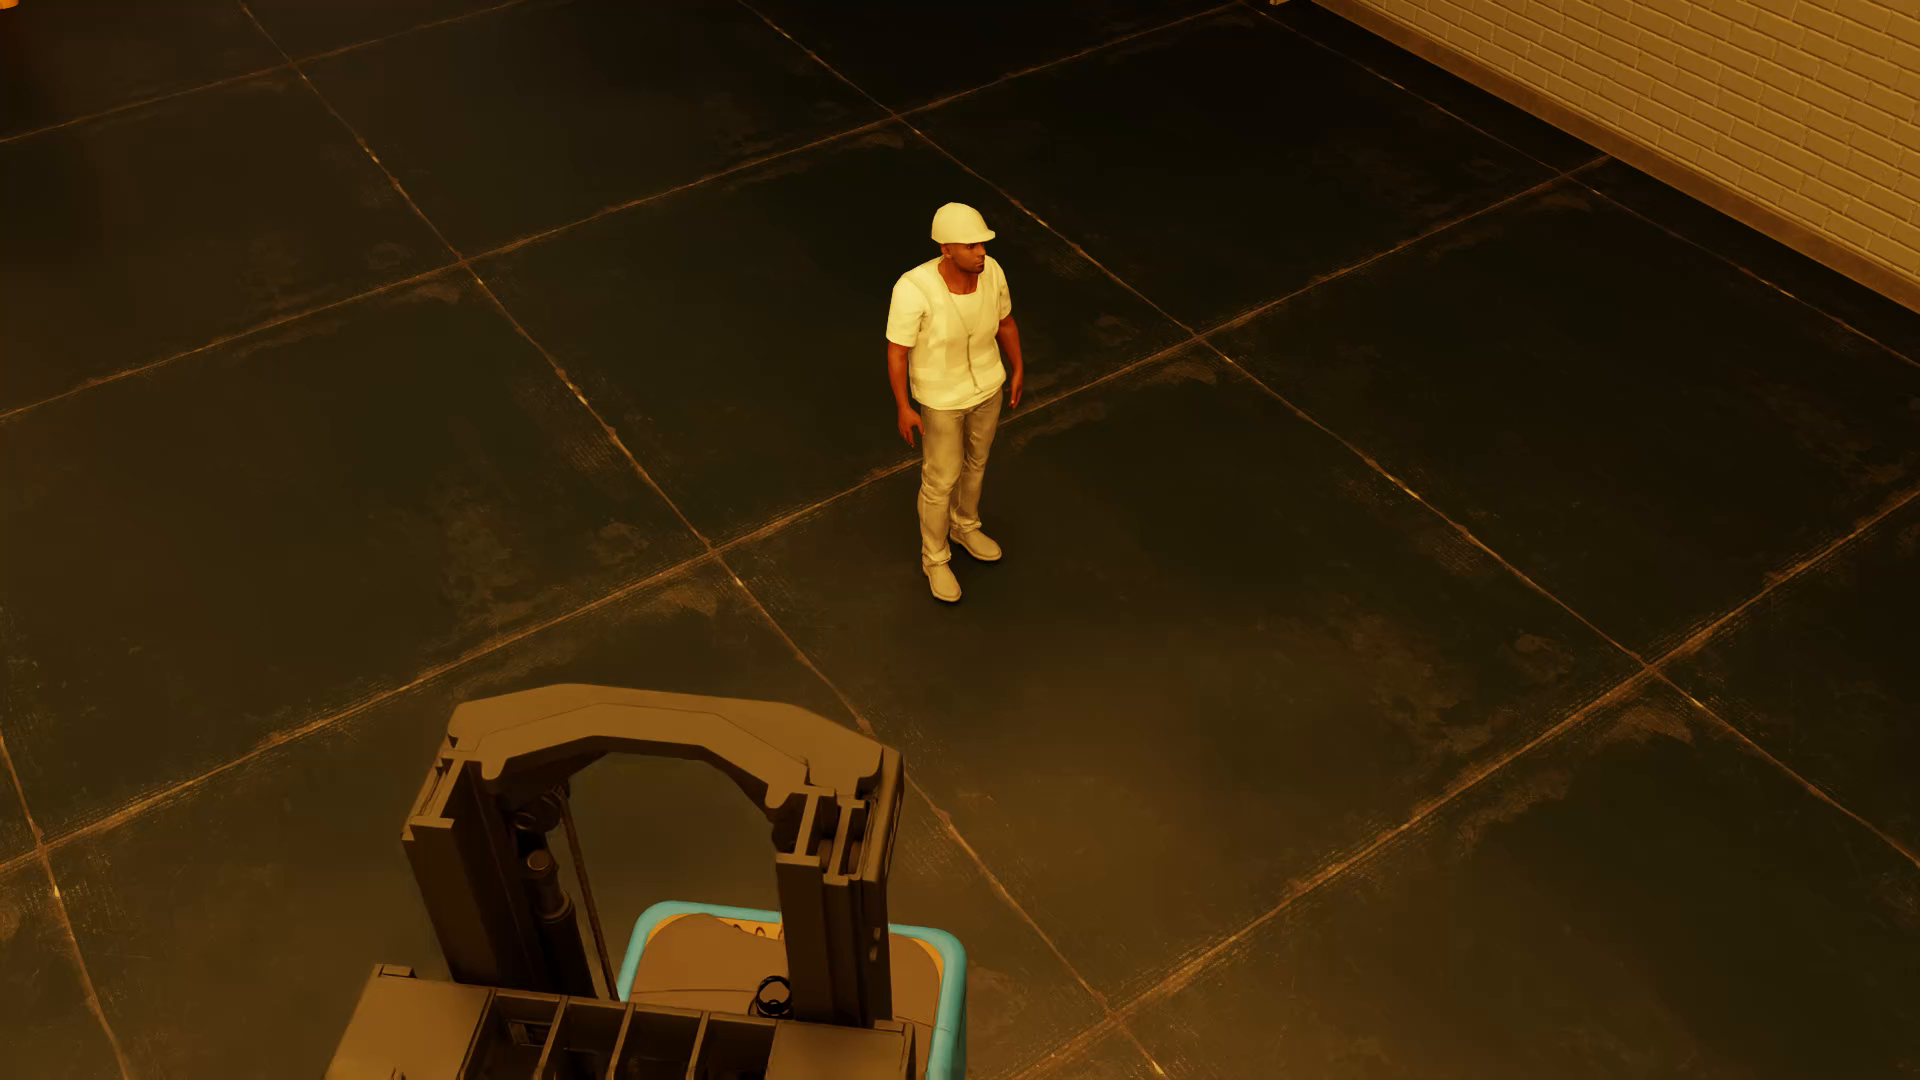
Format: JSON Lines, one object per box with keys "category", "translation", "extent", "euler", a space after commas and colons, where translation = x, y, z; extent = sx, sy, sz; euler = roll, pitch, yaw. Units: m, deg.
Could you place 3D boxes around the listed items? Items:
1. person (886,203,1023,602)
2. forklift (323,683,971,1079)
{"category": "person", "translation": [0.036, -0.614, 7.231], "extent": [0.666, 1.768, 0.575], "euler": [-25, 48, -25]}
{"category": "forklift", "translation": [-0.662, 1.844, 3.714], "extent": [1.130, 2.935, 3.031], "euler": [5, 43, 5]}
